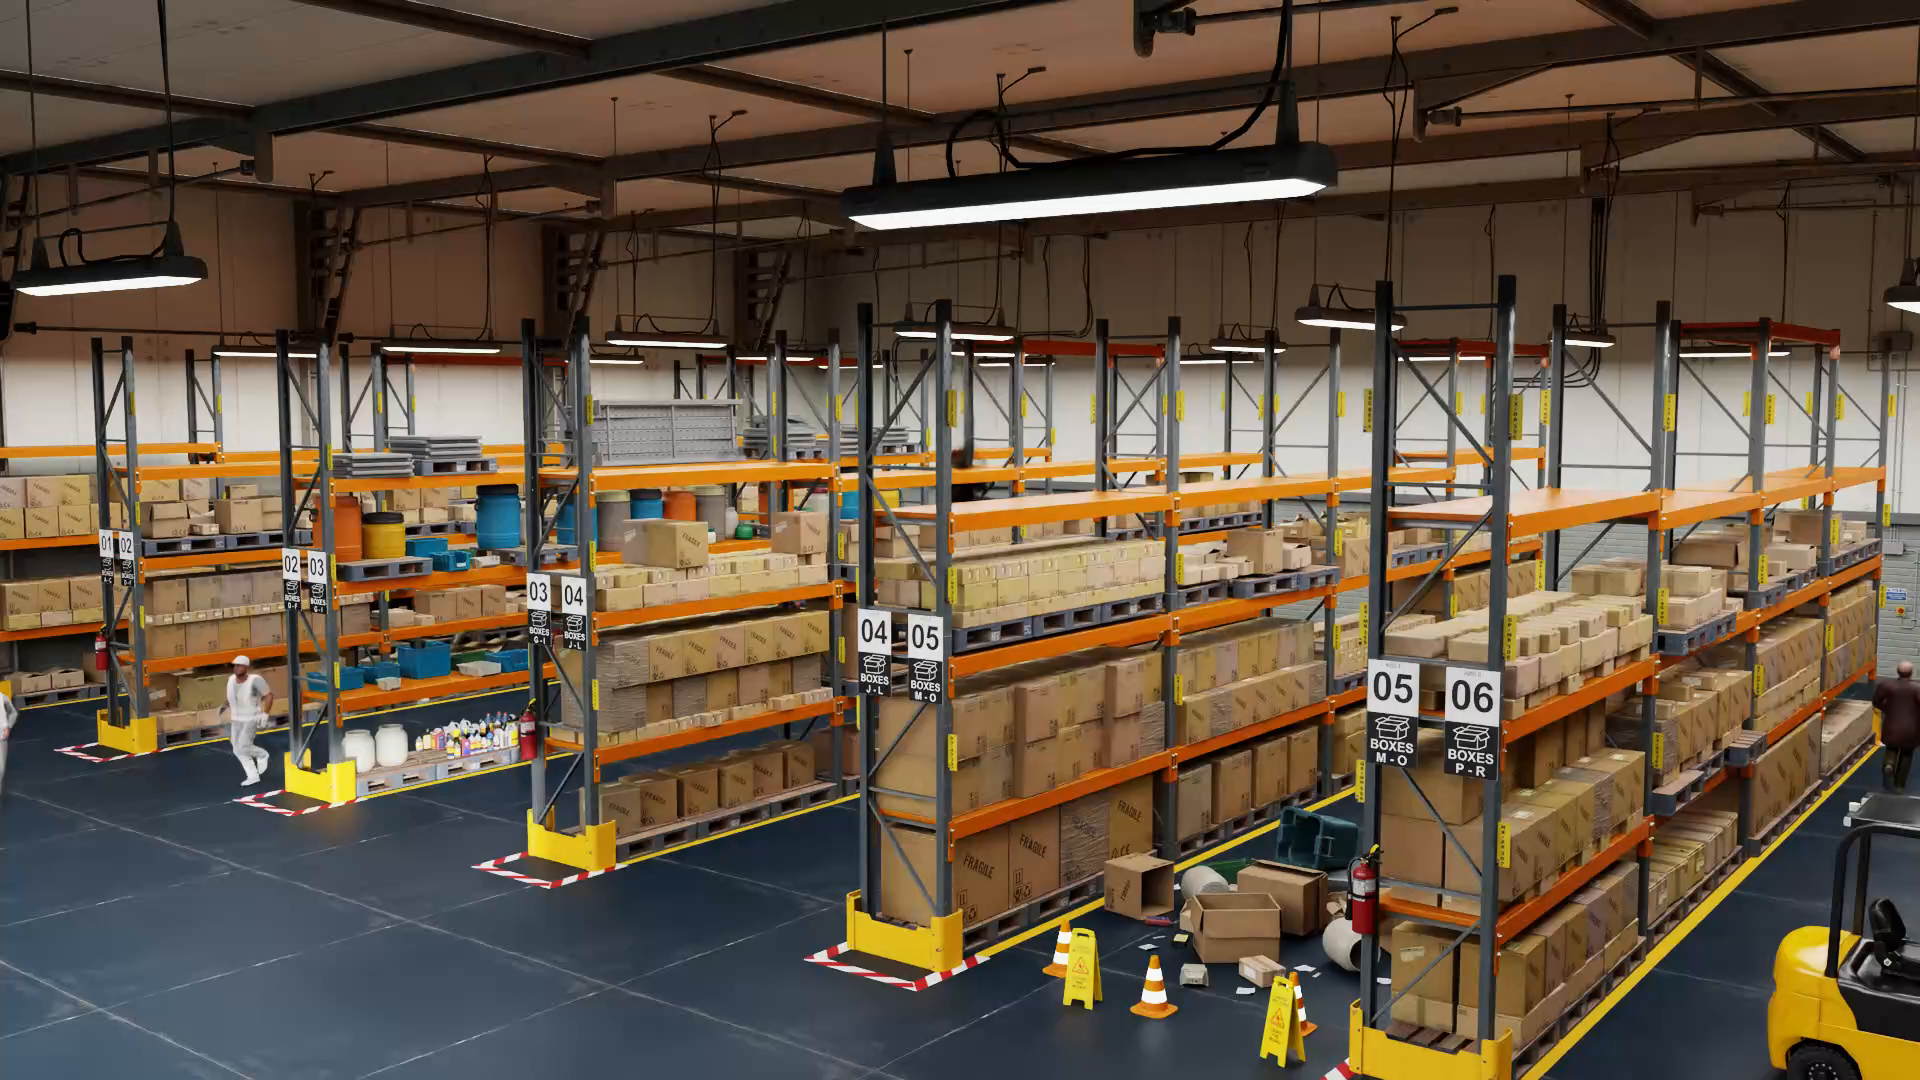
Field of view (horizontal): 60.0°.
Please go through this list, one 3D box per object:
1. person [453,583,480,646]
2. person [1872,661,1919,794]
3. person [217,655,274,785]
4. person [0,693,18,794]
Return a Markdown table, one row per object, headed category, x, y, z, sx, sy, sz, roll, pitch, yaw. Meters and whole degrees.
| category | x | y | z | sx | sy | sz | roll | pitch | yaw |
| --- | --- | --- | --- | --- | --- | --- | --- | --- | --- |
| person | -9.101 | 1.639 | 30.967 | 0.636 | 1.726 | 0.814 | 4 | 6 | 38 |
| person | 12.175 | 2.426 | 21.492 | 0.704 | 1.735 | 0.724 | 4 | 6 | 37 |
| person | -9.488 | 2.389 | 22.054 | 0.683 | 1.740 | 0.615 | 2 | 5 | 19 |
| person | -12.197 | 2.489 | 20.889 | 0.664 | 1.722 | 0.624 | -3 | 6 | -33 |
